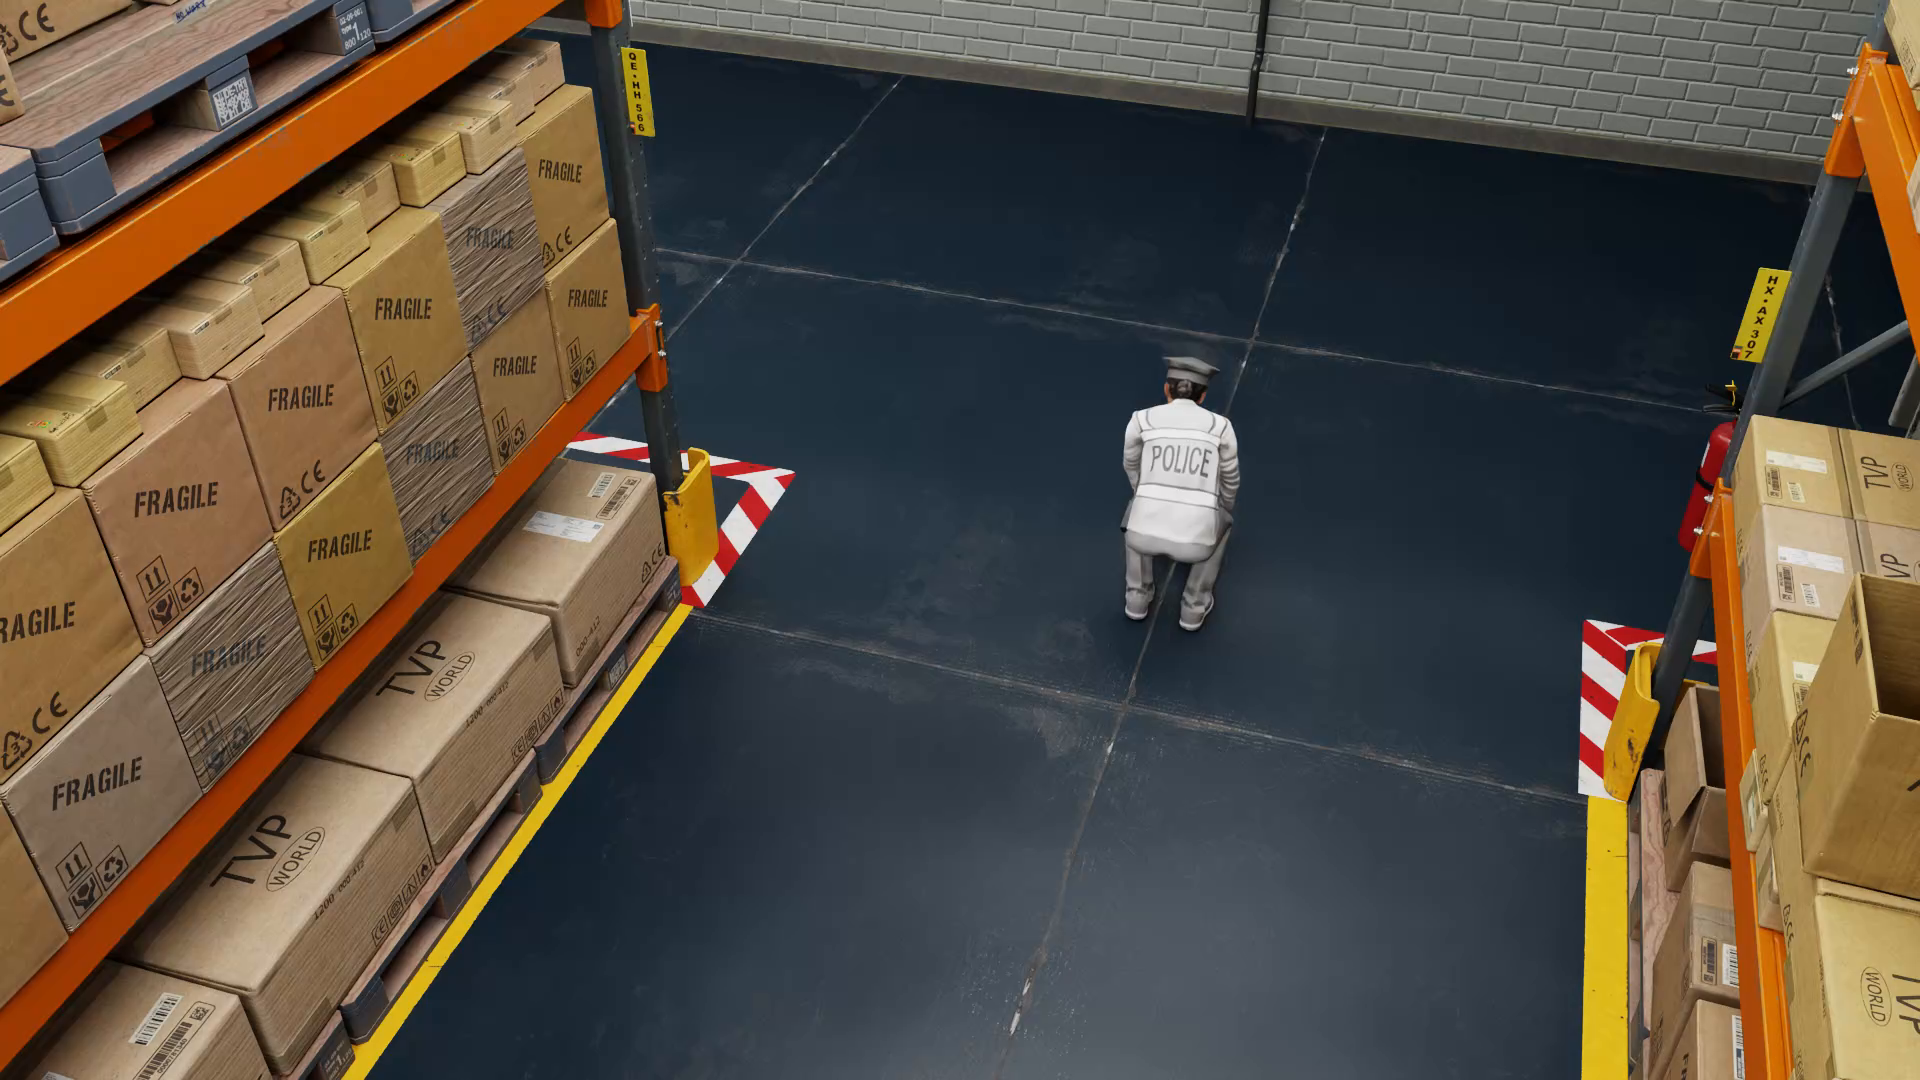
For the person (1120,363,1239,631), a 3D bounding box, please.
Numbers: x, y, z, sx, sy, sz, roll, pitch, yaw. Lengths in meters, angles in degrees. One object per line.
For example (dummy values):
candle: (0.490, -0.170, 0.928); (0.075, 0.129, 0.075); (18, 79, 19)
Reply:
person: (0.896, -0.181, 6.938); (0.497, 1.005, 0.821); (11, 39, 14)
